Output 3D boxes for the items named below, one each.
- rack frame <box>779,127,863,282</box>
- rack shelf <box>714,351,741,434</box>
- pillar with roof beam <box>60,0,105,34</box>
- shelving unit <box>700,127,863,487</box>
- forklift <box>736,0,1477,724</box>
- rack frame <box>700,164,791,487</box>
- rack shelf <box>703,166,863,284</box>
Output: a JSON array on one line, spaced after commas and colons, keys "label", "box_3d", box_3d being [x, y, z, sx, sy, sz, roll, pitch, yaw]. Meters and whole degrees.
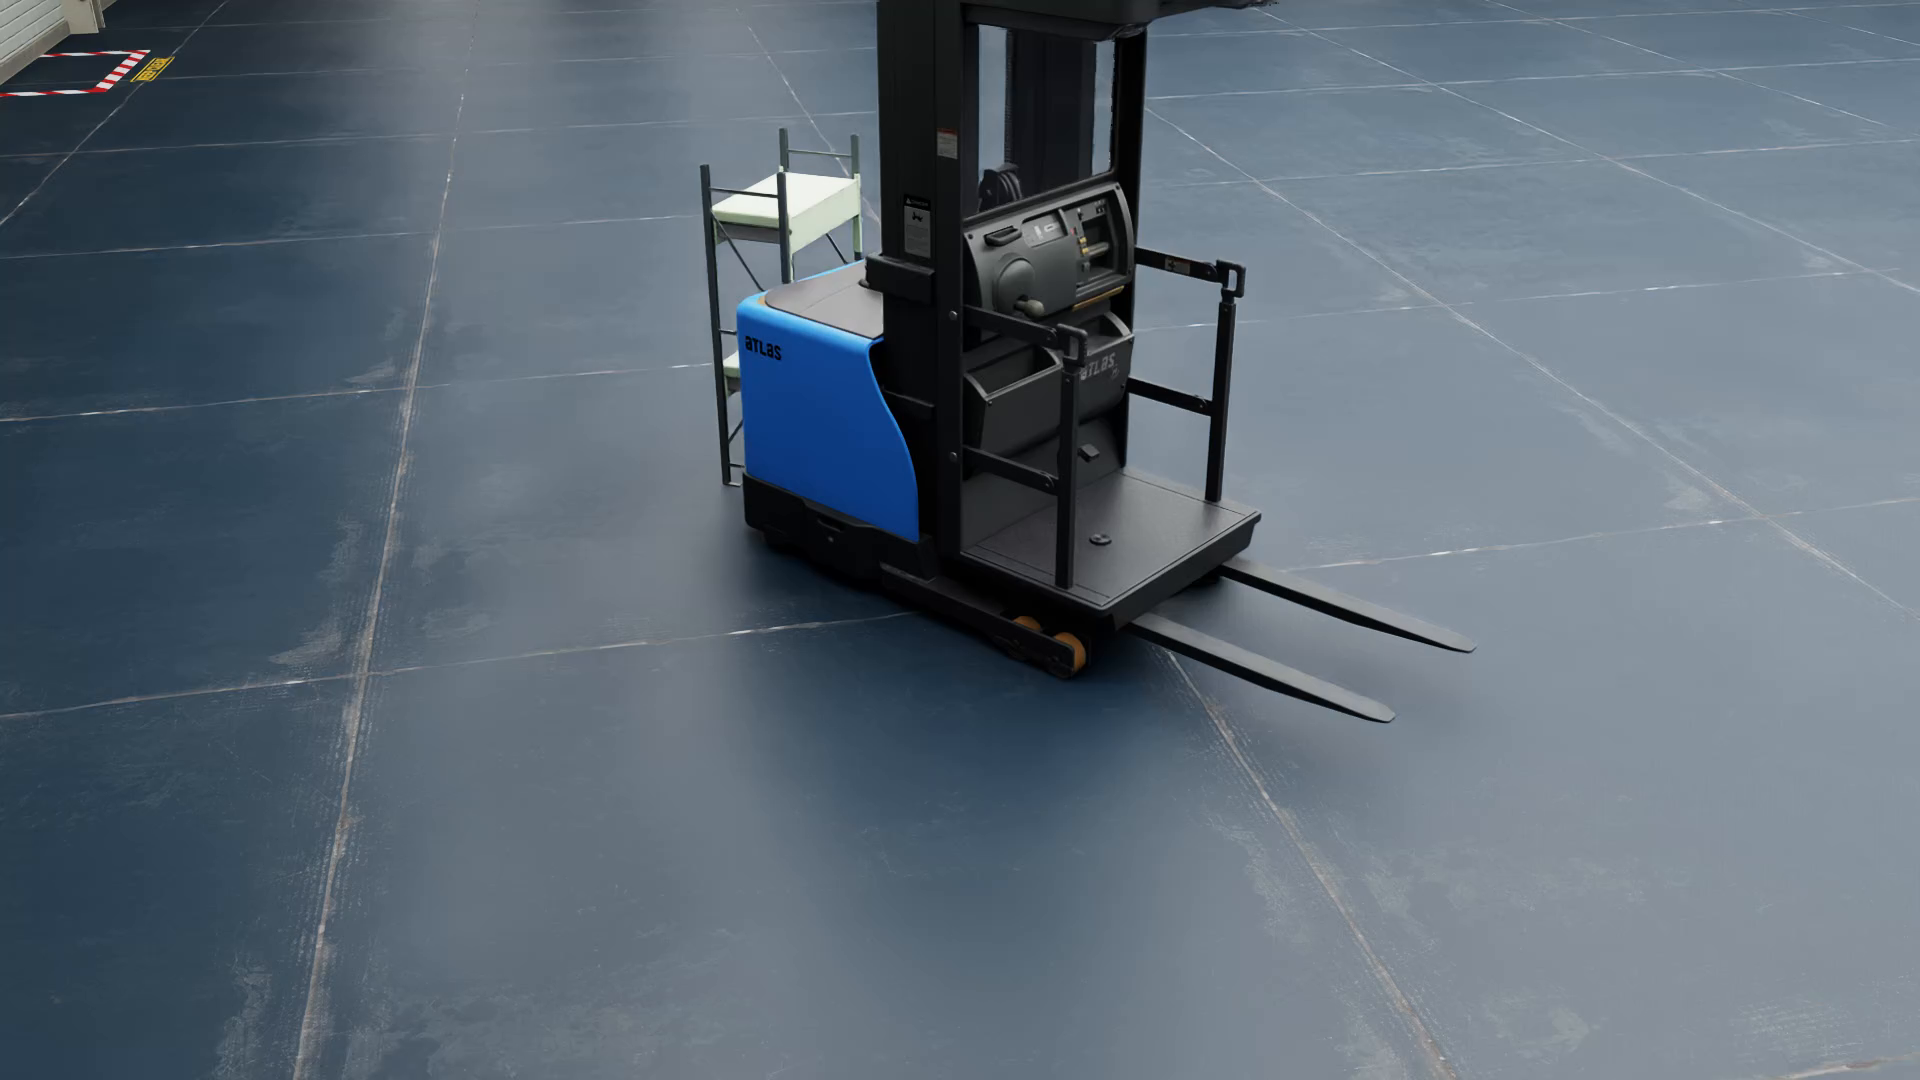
[{"label": "rack frame", "box_3d": [-0.648, -1.207, 7.976, 0.400, 1.500, 0.023, 10, 28, 19]}, {"label": "rack shelf", "box_3d": [-0.783, -0.763, 7.820, 0.431, 0.370, 0.720, 10, 28, 19]}, {"label": "pillar with roof beam", "box_3d": [-5.500, -10.110, 17.294, 9.100, 9.000, 0.400, -6, 27, -12]}, {"label": "shelving unit", "box_3d": [-0.783, -1.054, 7.673, 0.431, 1.500, 0.755, 10, 28, 19]}, {"label": "forklift", "box_3d": [0.506, -1.061, 6.100, 3.031, 2.935, 1.130, 21, 34, 36]}, {"label": "rack frame", "box_3d": [-0.919, -0.901, 7.369, 0.400, 1.500, 0.023, 10, 28, 19]}, {"label": "rack shelf", "box_3d": [-0.784, -1.403, 7.497, 0.431, 0.370, 0.720, 10, 28, 19]}]
